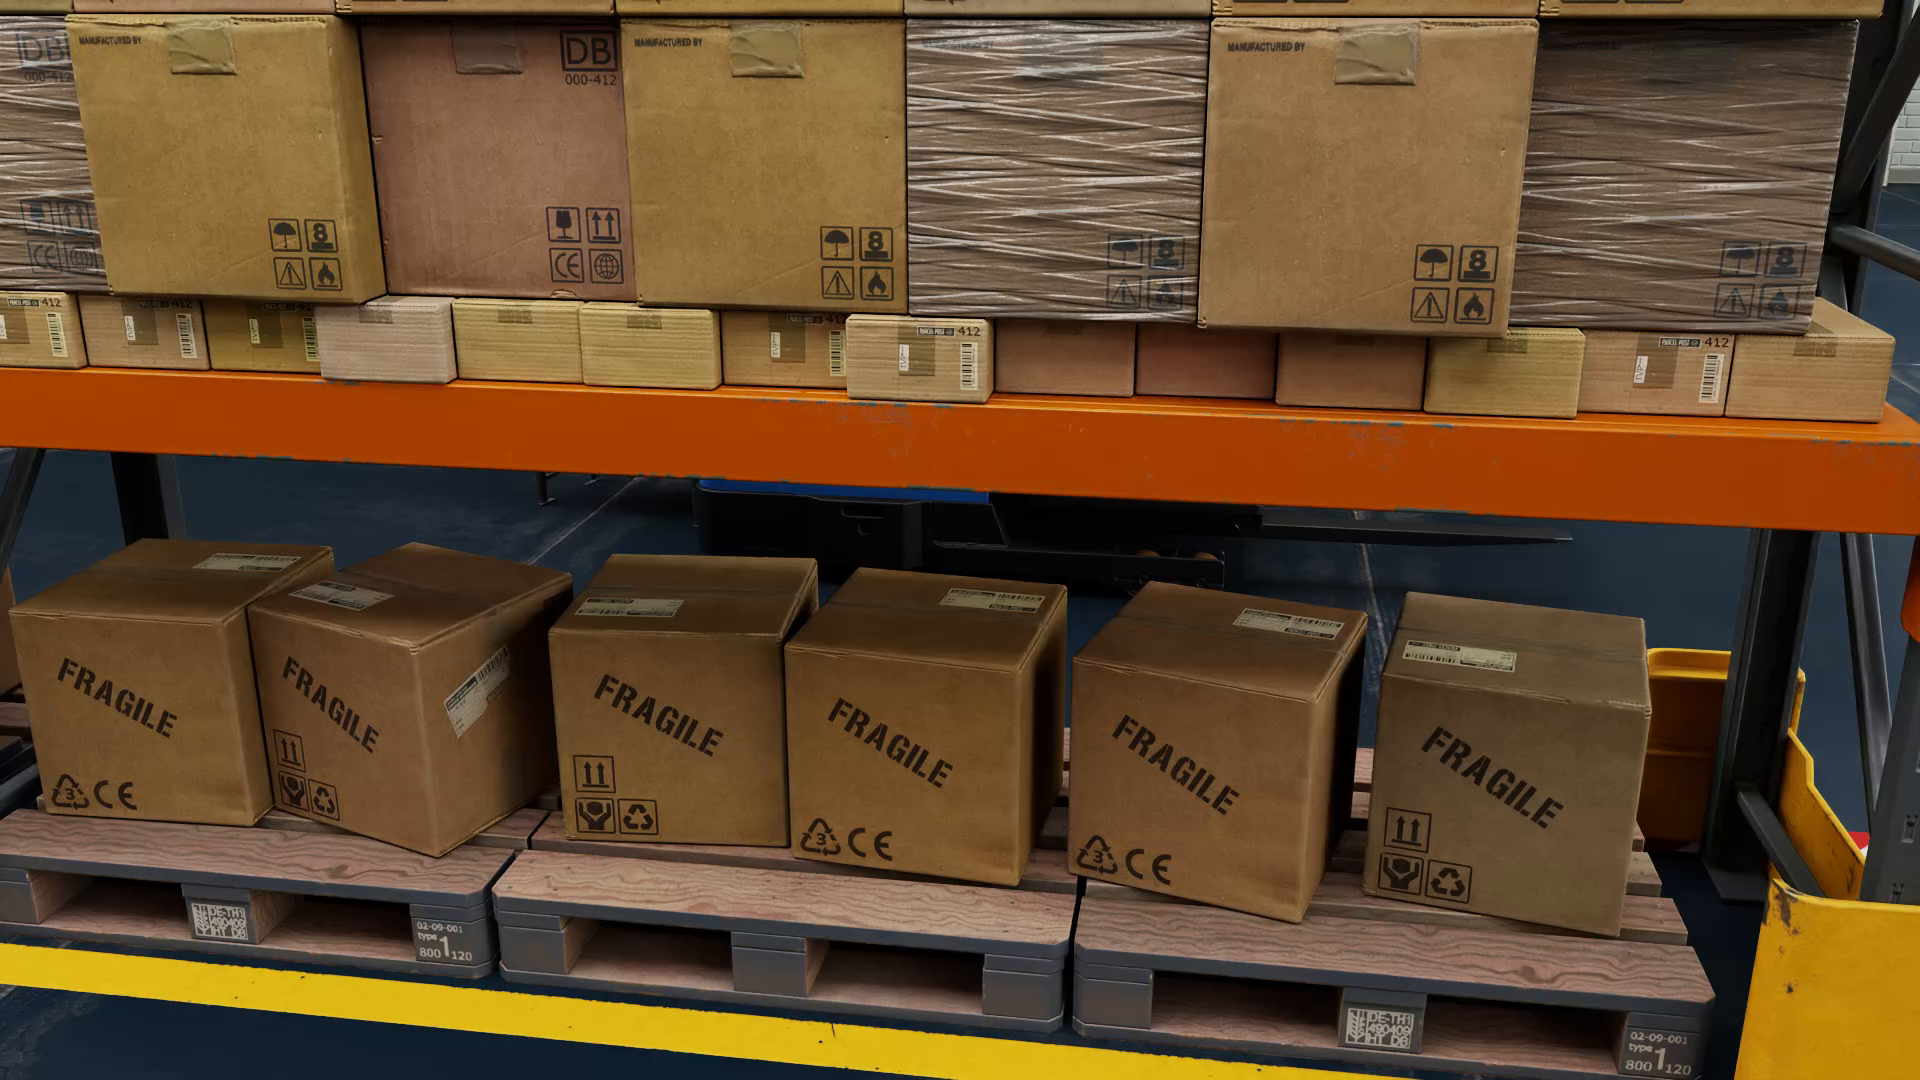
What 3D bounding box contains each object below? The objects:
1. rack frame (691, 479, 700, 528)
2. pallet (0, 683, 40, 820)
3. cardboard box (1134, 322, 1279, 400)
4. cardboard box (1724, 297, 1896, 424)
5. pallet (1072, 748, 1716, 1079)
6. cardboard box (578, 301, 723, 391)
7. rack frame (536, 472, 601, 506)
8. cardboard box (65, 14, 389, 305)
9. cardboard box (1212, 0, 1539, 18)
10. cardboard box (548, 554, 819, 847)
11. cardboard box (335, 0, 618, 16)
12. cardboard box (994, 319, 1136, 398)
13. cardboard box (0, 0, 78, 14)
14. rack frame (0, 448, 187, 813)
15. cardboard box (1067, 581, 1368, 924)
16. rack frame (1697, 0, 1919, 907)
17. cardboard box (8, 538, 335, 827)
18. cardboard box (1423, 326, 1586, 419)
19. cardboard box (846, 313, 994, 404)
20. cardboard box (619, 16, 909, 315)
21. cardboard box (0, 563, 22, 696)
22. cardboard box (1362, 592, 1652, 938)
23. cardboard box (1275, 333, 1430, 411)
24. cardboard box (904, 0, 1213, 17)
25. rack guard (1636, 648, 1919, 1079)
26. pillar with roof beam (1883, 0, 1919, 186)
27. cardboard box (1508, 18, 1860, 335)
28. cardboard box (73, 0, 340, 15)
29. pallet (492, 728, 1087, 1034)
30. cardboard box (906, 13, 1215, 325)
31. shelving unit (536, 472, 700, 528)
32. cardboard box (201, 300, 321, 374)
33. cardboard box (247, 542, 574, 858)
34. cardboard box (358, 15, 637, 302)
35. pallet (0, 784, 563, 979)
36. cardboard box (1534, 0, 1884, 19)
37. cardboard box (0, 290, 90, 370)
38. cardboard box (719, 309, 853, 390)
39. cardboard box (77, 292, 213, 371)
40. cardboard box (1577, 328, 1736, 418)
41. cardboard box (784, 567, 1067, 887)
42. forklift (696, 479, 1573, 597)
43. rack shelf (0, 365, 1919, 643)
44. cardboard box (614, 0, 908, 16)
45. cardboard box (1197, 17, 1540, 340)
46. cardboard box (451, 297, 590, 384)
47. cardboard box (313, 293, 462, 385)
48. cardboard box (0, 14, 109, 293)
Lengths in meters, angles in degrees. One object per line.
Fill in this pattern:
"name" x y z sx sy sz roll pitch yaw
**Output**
"rack frame" -0.943 -0.815 6.376 0.023 1.500 0.400 8 20 22
"pallet" -2.954 0.584 4.225 1.213 0.211 1.003 3 19 9
"cardboard box" 0.464 -0.381 3.111 0.250 0.149 0.380 3 19 9
"cardboard box" 1.450 -0.329 2.955 0.250 0.149 0.380 3 19 9
"pallet" 0.893 0.768 3.675 1.213 0.211 1.003 3 19 9
"cardboard box" -0.537 -0.404 3.180 0.250 0.149 0.380 3 19 9
"rack frame" -1.615 -0.907 6.651 0.023 1.500 0.400 8 20 22
"cardboard box" -1.263 -0.810 3.370 0.500 0.500 0.875 3 19 9
"cardboard box" 0.687 -1.135 2.765 0.500 0.500 0.500 3 19 9
"cardboard box" -0.604 0.352 3.801 0.500 0.500 0.500 1 19 4
"cardboard box" -0.794 -1.210 2.990 0.500 0.500 0.500 3 19 9
"cardboard box" 0.213 -0.387 3.128 0.250 0.149 0.380 3 19 9
"cardboard box" -1.781 -1.260 3.140 0.500 0.500 0.500 3 19 9
"rack frame" -2.185 -0.700 3.667 0.127 3.000 1.000 3 19 9
"cardboard box" 0.555 0.432 3.563 0.500 0.500 0.500 8 20 23
"rack frame" 1.764 -0.498 3.066 0.127 3.000 1.000 3 19 9
"cardboard box" -1.797 0.319 3.900 0.500 0.500 0.500 2 19 7
"cardboard box" 0.948 -0.338 2.983 0.250 0.149 0.380 3 19 9
"cardboard box" -0.048 -0.372 3.082 0.250 0.149 0.380 3 19 9
"cardboard box" -0.266 -0.778 3.276 0.500 0.500 0.875 3 19 9
"cardboard box" -2.788 0.239 4.107 0.500 0.500 0.700 1 19 4
"cardboard box" 1.150 0.451 3.505 0.500 0.500 0.500 7 20 19
"cardboard box" 0.704 -0.356 3.035 0.250 0.149 0.380 3 19 9
"cardboard box" 0.194 -1.161 2.843 0.500 0.500 0.500 3 19 9
"rack guard" 1.689 0.683 3.474 0.348 0.500 1.175 3 19 9
"pillar with roof beam" 8.816 -6.670 12.056 0.400 9.000 9.100 3 19 9
"cardboard box" 1.226 -0.723 3.111 0.500 0.500 0.875 3 19 9
"cardboard box" -1.287 -1.235 3.066 0.500 0.500 0.500 3 19 9
"pallet" -0.308 0.706 3.860 1.213 0.211 1.003 3 19 9
"cardboard box" 0.226 -0.750 3.189 0.500 0.500 0.875 3 19 9
"shelving unit" -1.279 -0.861 6.514 0.755 1.500 0.431 8 20 22
"cardboard box" -1.276 -0.445 3.303 0.250 0.149 0.380 3 19 9
"cardboard box" -1.230 0.346 3.821 0.500 0.500 0.500 9 21 26
"cardboard box" -0.753 -0.816 3.389 0.500 0.500 0.875 3 19 9
"pallet" -1.516 0.645 4.042 1.213 0.211 1.003 3 19 9
"cardboard box" 1.182 -1.111 2.695 0.500 0.500 0.500 3 19 9
"cardboard box" -1.776 -0.459 3.343 0.250 0.149 0.380 3 19 9
"cardboard box" -0.283 -0.406 3.185 0.250 0.149 0.380 3 19 9
"cardboard box" -1.525 -0.455 3.332 0.250 0.149 0.380 3 19 9
"cardboard box" 1.203 -0.342 2.993 0.250 0.149 0.380 3 19 9
"cardboard box" -0.060 0.394 3.675 0.500 0.500 0.500 5 19 14
"forklift" 0.622 -1.359 5.746 3.031 2.935 1.130 3 19 8
"rack shelf" -0.210 -0.258 3.481 4.000 0.370 1.077 3 19 9
"cardboard box" -0.298 -1.188 2.925 0.500 0.500 0.500 3 19 9
"cardboard box" 0.713 -0.711 3.074 0.500 0.500 0.875 3 19 9
"cardboard box" -0.783 -0.420 3.228 0.250 0.149 0.380 3 19 9
"cardboard box" -1.036 -0.420 3.227 0.250 0.149 0.380 3 19 9
"cardboard box" -1.751 -0.846 3.479 0.500 0.500 0.875 3 19 9
